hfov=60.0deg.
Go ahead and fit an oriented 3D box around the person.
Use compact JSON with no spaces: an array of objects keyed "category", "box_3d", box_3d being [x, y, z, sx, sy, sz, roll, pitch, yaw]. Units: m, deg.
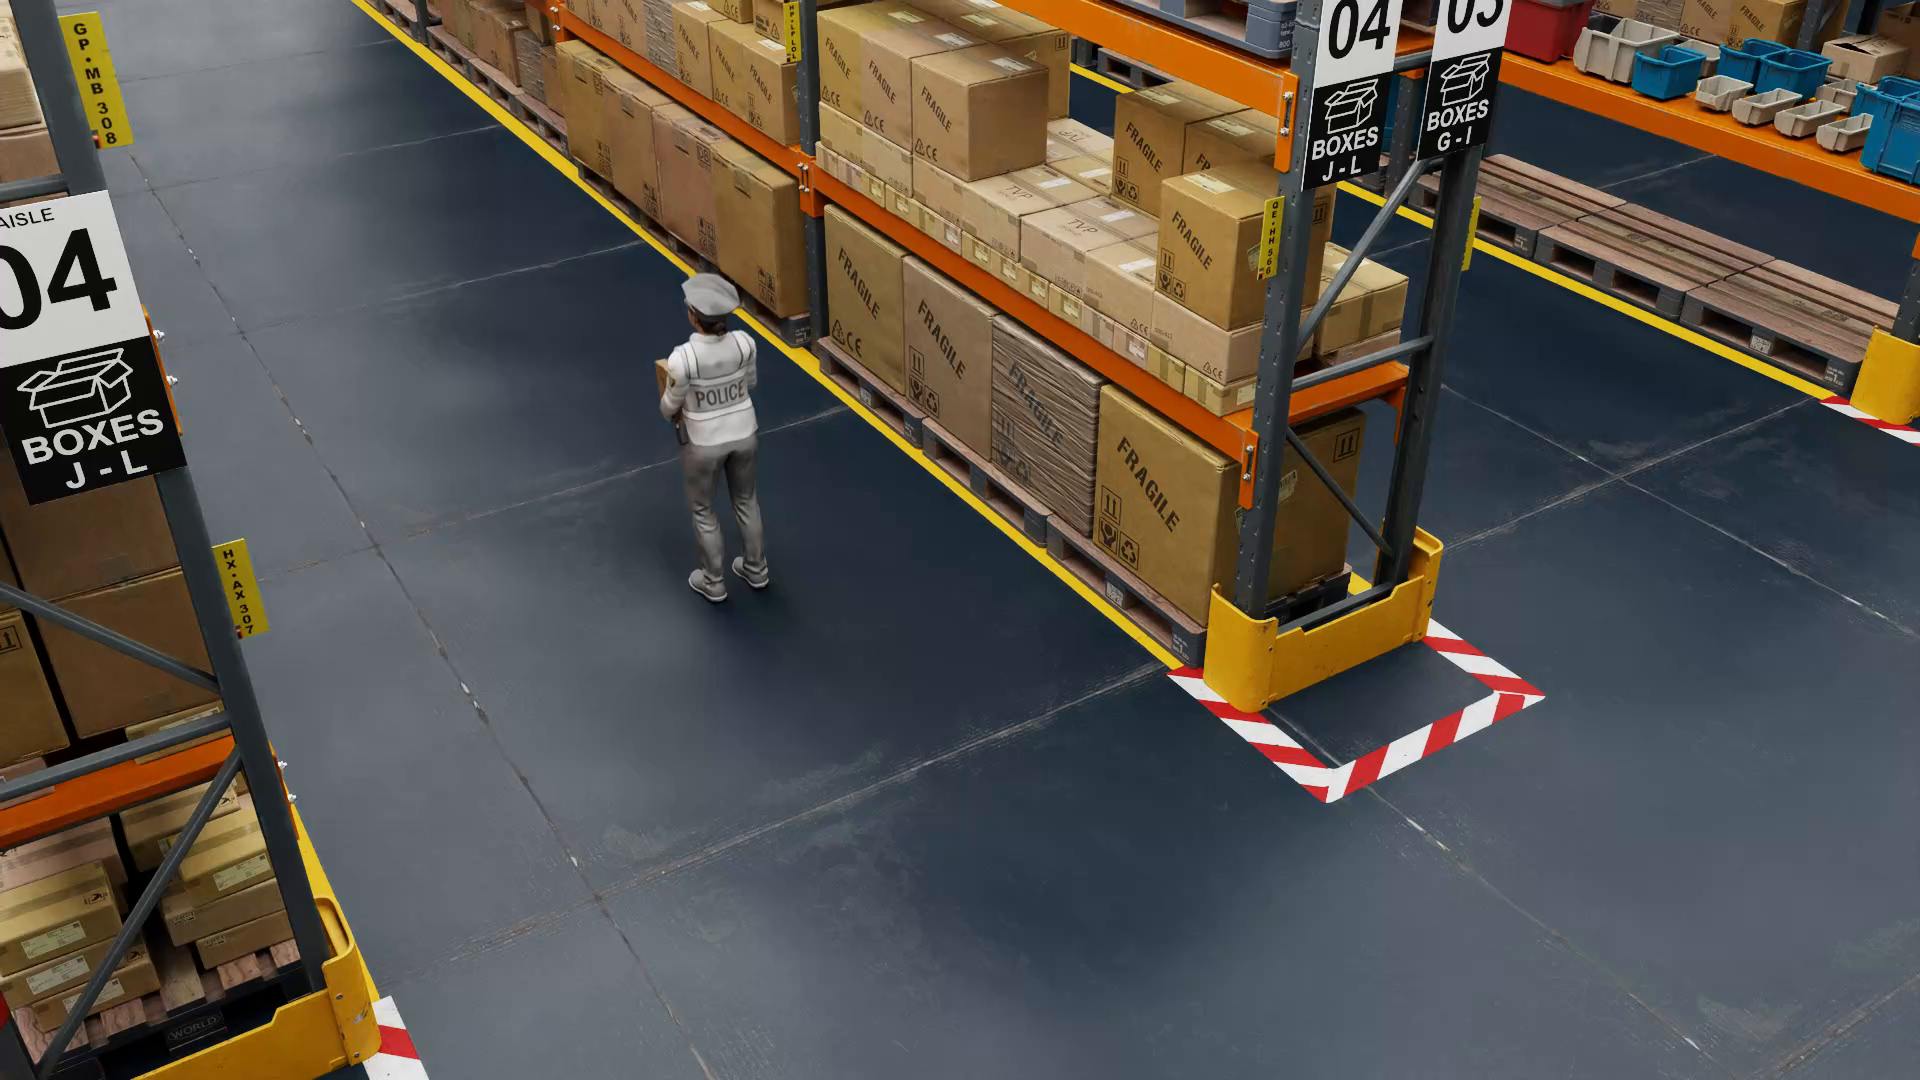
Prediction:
[{"category":"person","box_3d":[-1.178,-0.511,7.912,0.459,1.689,0.547,-19,37,-26]}]
